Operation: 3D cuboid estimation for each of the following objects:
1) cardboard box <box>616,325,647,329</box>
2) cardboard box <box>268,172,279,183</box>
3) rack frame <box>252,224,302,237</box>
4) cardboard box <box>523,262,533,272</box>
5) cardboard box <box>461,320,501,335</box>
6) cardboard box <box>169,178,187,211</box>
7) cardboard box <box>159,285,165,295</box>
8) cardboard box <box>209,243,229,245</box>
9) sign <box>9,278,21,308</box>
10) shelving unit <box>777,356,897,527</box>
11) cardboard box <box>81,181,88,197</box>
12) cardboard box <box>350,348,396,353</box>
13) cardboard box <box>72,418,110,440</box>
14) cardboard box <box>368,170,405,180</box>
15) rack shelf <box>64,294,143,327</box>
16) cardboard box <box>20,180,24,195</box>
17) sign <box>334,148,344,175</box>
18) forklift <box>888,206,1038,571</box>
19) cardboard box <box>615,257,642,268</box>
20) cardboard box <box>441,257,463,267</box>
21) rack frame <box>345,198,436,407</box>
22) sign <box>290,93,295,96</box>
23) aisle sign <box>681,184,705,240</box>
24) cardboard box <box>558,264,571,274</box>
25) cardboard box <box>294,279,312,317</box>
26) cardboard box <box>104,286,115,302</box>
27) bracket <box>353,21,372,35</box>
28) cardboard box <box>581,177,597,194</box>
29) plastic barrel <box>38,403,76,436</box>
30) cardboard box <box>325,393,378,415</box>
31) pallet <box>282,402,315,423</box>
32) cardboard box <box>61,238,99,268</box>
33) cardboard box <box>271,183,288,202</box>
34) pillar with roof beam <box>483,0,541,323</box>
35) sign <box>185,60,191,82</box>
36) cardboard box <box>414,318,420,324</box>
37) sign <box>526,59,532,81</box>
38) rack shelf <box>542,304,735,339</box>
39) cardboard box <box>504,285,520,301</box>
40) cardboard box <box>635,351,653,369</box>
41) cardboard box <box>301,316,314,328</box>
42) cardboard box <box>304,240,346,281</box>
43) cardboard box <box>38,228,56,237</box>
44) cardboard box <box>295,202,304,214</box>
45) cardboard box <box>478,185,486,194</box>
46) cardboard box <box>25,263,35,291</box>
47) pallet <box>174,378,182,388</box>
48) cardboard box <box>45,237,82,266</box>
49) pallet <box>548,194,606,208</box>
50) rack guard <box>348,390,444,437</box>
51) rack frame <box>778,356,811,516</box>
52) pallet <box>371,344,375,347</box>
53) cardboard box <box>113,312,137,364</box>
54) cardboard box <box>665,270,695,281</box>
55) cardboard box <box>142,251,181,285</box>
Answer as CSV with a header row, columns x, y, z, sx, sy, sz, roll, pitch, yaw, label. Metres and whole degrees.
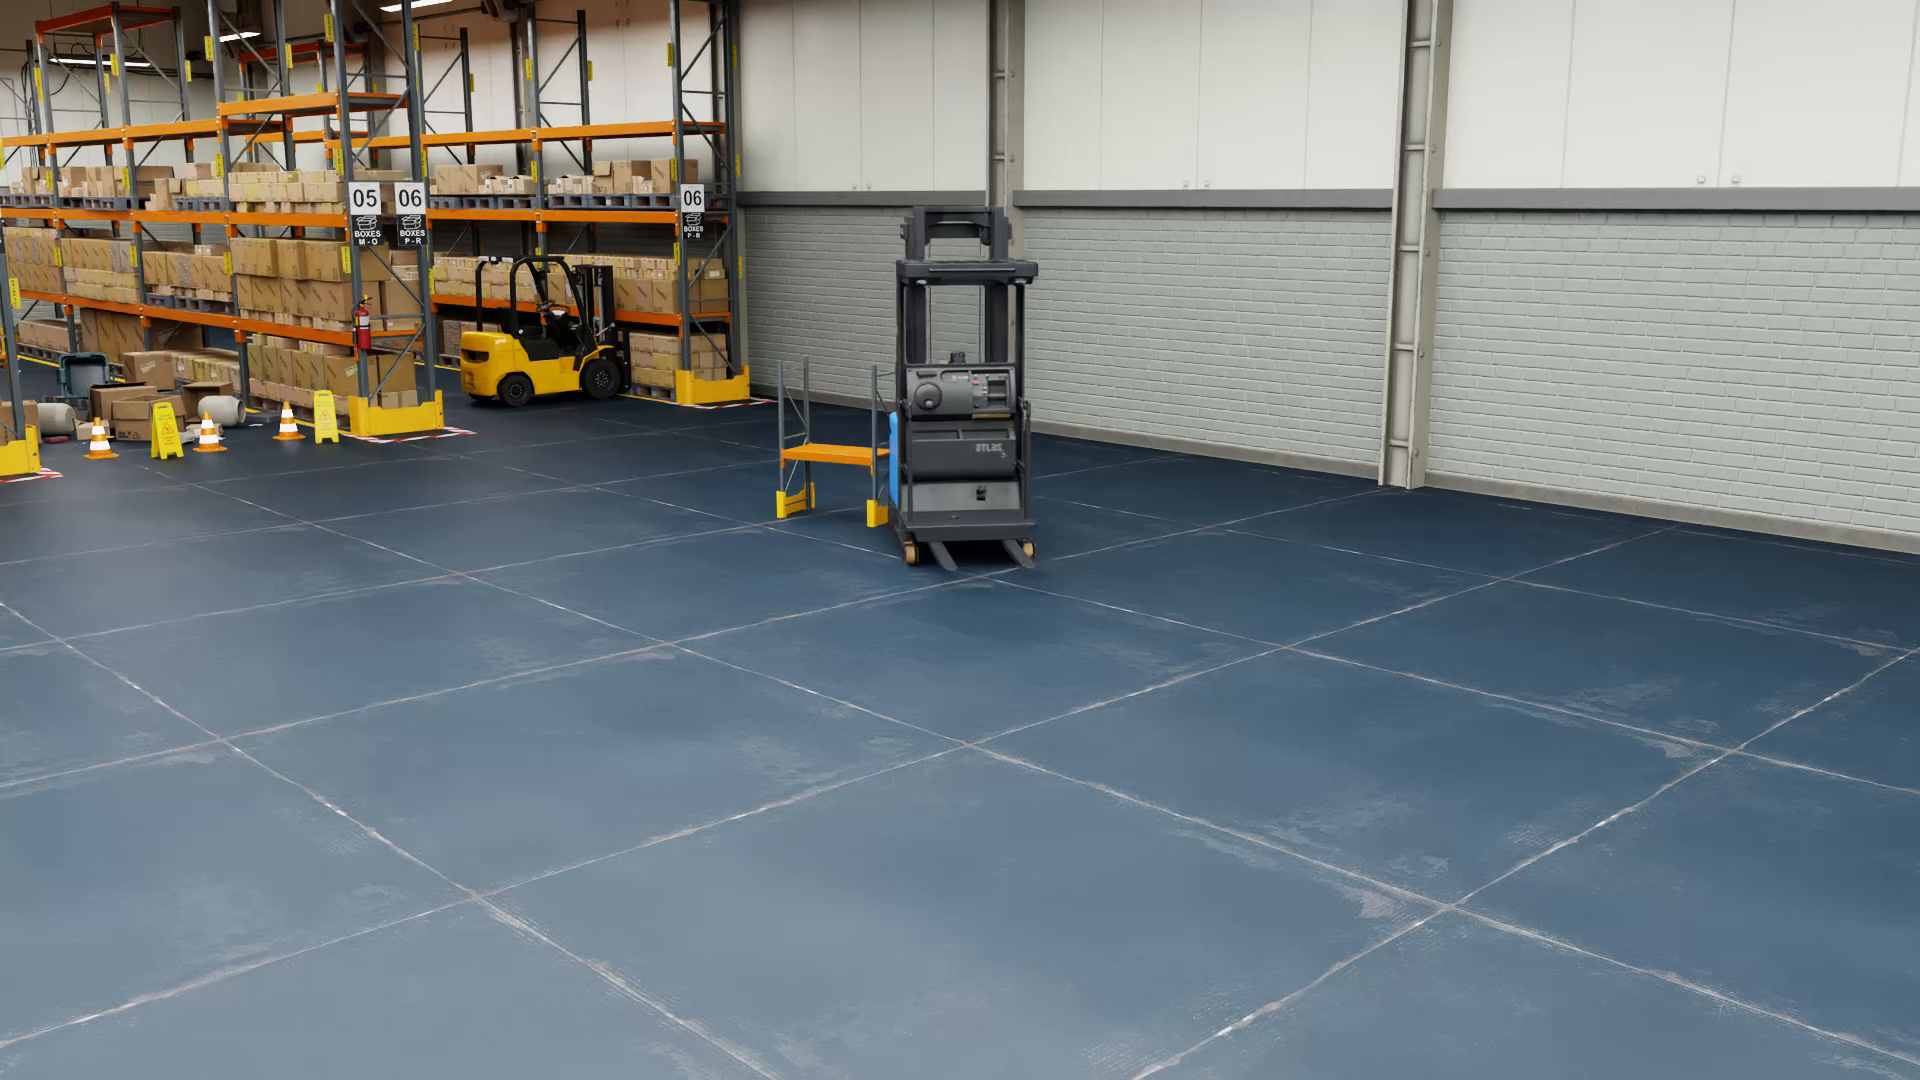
x,y,z,sx,sy,sz,roll,pitch,yaw,label
-5.323,-3.319,26.884,0.500,0.250,0.500,-11,16,-42,cardboard box
-9.170,-4.933,22.637,0.380,0.149,0.250,-11,16,-43,cardboard box
-14.790,-5.914,36.184,1.000,3.000,0.127,-11,16,-43,rack frame
-7.091,-4.584,27.871,0.380,0.149,0.250,-11,16,-43,cardboard box
-8.388,-3.602,29.806,0.875,0.625,0.625,-10,15,-41,cardboard box
-11.779,-5.356,25.783,0.797,0.503,0.637,-11,16,-43,cardboard box
-12.436,-3.971,26.336,0.250,0.149,0.380,10,16,41,cardboard box
-11.519,-4.573,26.041,0.250,0.149,0.380,11,16,42,cardboard box
-10.433,-2.722,18.346,0.100,0.325,0.005,-11,16,-43,sign
-1.151,-0.956,15.836,1.083,1.500,0.587,6,13,26,shelving unit
-14.607,-5.932,28.128,0.396,0.266,0.258,-9,15,-38,cardboard box
-8.066,-2.348,22.792,0.500,0.500,0.500,11,16,43,cardboard box
-11.082,-1.433,21.208,0.396,0.266,0.258,-8,14,-33,cardboard box
-7.426,-4.704,21.522,0.380,0.149,0.250,-11,16,-43,cardboard box
-14.234,-3.994,28.647,1.077,0.370,4.000,-11,16,-43,rack shelf
-17.380,-6.677,31.384,0.500,0.311,0.500,-11,16,-42,cardboard box
-7.744,-4.715,20.737,0.100,0.325,0.005,-11,16,-43,sign
0.040,-1.299,13.951,1.130,2.935,3.031,-2,12,-7,forklift
-5.095,-4.287,25.692,0.380,0.149,0.250,-10,16,-41,cardboard box
-9.073,-4.987,29.828,0.380,0.149,0.250,-10,16,-41,cardboard box
-7.328,-2.887,21.490,1.000,3.000,0.127,-11,16,-43,rack frame
-14.375,-9.462,35.830,0.100,0.325,0.005,-11,16,-43,sign
-3.908,-4.802,24.343,0.394,0.787,0.004,-11,16,-43,aisle sign
-6.293,-4.409,27.022,0.380,0.149,0.250,-10,16,-41,cardboard box
-8.588,-3.270,22.363,0.500,0.500,0.500,-11,16,-43,cardboard box
-14.090,-4.167,28.074,0.500,0.250,0.500,-11,16,-43,cardboard box
-11.827,-10.149,32.951,0.235,0.232,0.430,-11,16,-43,bracket
-5.698,-5.562,26.085,0.258,0.266,0.396,11,16,44,cardboard box
-11.708,-1.553,21.398,0.512,0.421,0.421,-1,12,-4,plastic barrel
-8.098,-1.830,22.133,0.500,0.250,0.500,-11,16,-43,cardboard box
-8.755,-1.834,23.289,1.003,0.211,1.213,-11,16,-43,pallet
-15.519,-5.073,29.374,0.500,0.500,0.500,-11,16,-42,cardboard box
-8.935,-4.687,22.430,0.500,0.250,0.500,-11,16,-42,cardboard box
-10.827,-7.020,26.686,9.100,9.000,0.548,-11,16,-43,pillar with roof beam
-12.467,-7.566,26.824,0.100,0.325,0.005,-11,16,-43,sign
-10.001,-4.118,31.013,0.250,0.149,0.380,11,16,42,cardboard box
-6.887,-7.520,26.601,0.100,0.325,0.005,-11,16,-43,sign
-5.122,-3.519,26.340,1.077,0.370,4.000,-11,16,-43,rack shelf
-7.392,-4.199,28.231,0.500,0.250,0.500,-11,16,-43,cardboard box
-4.642,-2.785,25.531,0.500,0.250,0.500,-11,16,-43,cardboard box
-8.675,-2.966,22.494,0.380,0.149,0.250,-11,16,-43,cardboard box
-8.183,-3.690,21.927,0.700,0.500,0.500,-11,16,-42,cardboard box
-16.714,-5.653,30.581,0.380,0.149,0.250,-11,16,-43,cardboard box
-8.641,-4.437,22.202,0.250,0.149,0.380,11,16,44,cardboard box
-8.015,-5.994,28.474,0.380,0.149,0.250,-11,16,-43,cardboard box
-17.188,-4.943,31.224,0.500,0.500,0.500,-10,15,-41,cardboard box
-12.314,-2.574,26.884,1.003,0.211,1.213,-11,16,-43,pallet
-16.141,-5.207,30.027,0.500,0.500,0.500,-11,16,-43,cardboard box
-5.895,-5.468,26.803,1.003,0.211,1.213,-11,16,-43,pallet
-7.381,-1.674,21.796,1.175,0.500,0.348,-11,16,-43,rack guard
-1.597,-1.001,16.055,0.032,1.500,0.500,6,13,26,rack frame
-11.439,-3.851,33.081,1.003,0.211,1.213,-11,16,-43,pallet
-13.883,-3.463,28.509,0.875,0.875,0.875,-11,16,-42,cardboard box
-4.183,-3.957,24.831,0.380,0.149,0.250,-11,16,-42,cardboard box
-12.710,-4.357,26.599,0.500,0.500,0.500,11,16,44,cardboard box
